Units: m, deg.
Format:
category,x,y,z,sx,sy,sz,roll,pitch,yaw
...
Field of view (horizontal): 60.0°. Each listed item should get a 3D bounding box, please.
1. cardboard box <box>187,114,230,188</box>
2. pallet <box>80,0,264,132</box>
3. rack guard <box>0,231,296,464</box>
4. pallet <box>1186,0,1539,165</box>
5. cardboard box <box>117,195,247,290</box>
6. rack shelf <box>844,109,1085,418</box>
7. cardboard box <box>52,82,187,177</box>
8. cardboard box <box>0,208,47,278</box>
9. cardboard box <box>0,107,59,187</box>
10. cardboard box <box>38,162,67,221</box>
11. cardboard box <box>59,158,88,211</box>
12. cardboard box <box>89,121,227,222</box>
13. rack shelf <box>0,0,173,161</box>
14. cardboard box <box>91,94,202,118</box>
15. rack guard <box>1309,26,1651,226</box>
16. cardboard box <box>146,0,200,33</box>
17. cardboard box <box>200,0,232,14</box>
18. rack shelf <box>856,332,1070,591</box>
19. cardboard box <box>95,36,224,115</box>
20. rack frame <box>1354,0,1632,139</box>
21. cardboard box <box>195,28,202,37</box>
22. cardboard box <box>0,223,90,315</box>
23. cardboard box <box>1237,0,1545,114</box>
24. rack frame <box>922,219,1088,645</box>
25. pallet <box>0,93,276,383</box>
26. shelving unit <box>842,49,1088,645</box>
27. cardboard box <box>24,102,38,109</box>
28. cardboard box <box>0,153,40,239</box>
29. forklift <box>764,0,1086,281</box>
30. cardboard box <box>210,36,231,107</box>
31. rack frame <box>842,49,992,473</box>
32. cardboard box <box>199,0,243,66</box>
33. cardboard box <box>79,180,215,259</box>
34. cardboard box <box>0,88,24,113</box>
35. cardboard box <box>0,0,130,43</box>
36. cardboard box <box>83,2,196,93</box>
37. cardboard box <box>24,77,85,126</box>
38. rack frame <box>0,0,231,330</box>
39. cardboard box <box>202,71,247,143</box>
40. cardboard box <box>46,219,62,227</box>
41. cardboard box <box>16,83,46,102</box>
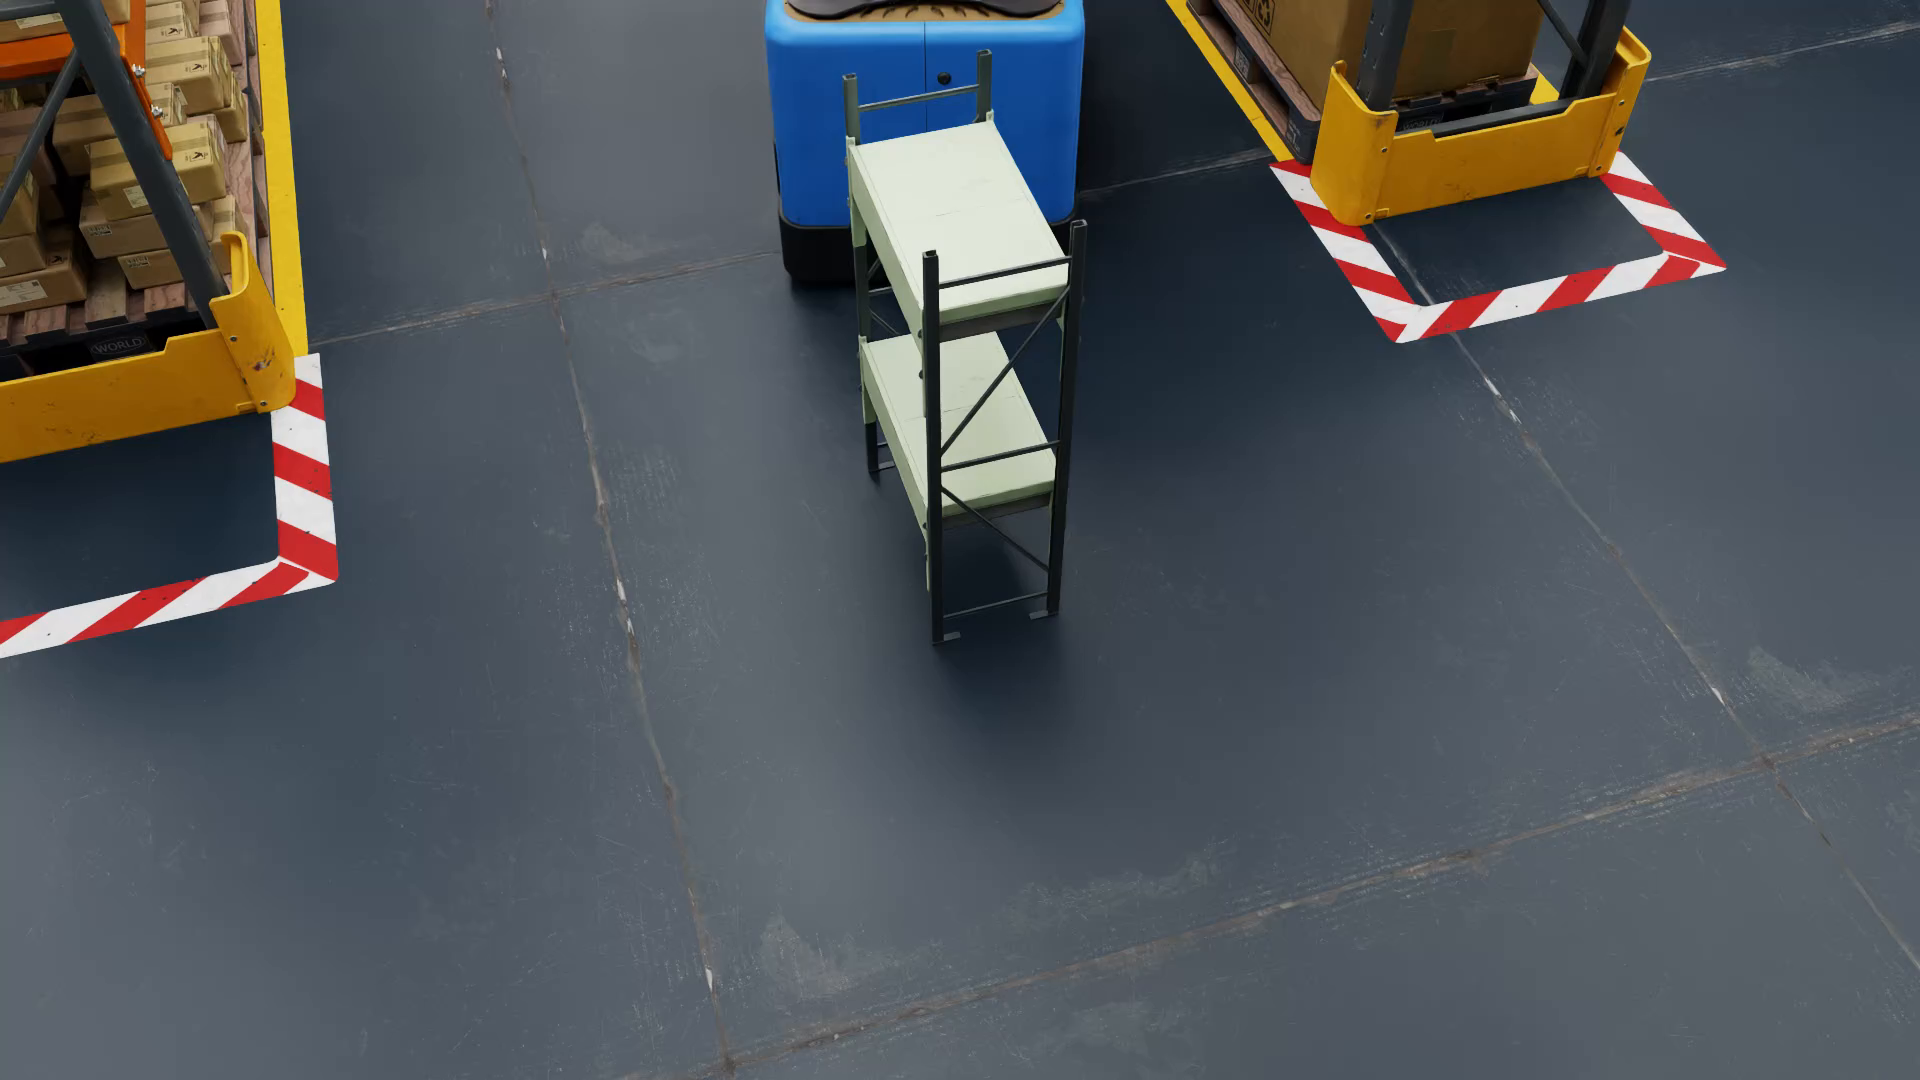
category,x,y,z,sx,sy,sz,roll,pitch,yaw
cardboard box,-2.770,-1.325,5.800,0.380,0.149,0.250,-14,51,-11
pallet,-3.420,-2.006,6.803,1.003,0.211,1.213,-13,51,-11
rack guard,-2.856,-0.609,5.436,1.175,0.500,0.348,-13,51,-11
pallet,1.623,-2.074,6.860,1.003,0.211,1.213,-13,51,-11
cardboard box,-2.683,-1.030,5.747,0.380,0.149,0.250,-12,51,-10
rack shelf,-0.002,-0.740,4.382,0.431,0.370,0.720,-13,51,-11
cardboard box,-2.860,-1.401,5.670,0.380,0.149,0.250,-12,51,-10
cardboard box,-3.262,-0.992,5.520,0.380,0.149,0.250,-15,51,-12
cardboard box,-3.252,-1.293,5.579,0.380,0.149,0.250,-12,51,-10
cardboard box,-3.288,-1.195,5.691,0.380,0.149,0.250,-14,51,-12
cardboard box,-3.357,-1.290,5.966,0.380,0.149,0.250,-14,51,-11
cardboard box,-2.664,-1.227,5.523,0.380,0.149,0.250,-15,52,-13
rack shelf,-3.425,-2.588,5.940,1.077,0.370,4.000,-13,51,-11
cardboard box,-2.927,-1.484,5.934,0.380,0.149,0.250,-13,51,-11
rack guard,1.942,-1.583,6.258,1.175,0.500,0.348,-13,51,-11
cardboard box,-3.038,-1.981,6.159,0.380,0.149,0.250,-12,51,-10
cardboard box,-3.153,-2.157,6.697,0.380,0.149,0.250,-13,51,-11
rack shelf,-0.002,-0.278,4.930,0.431,0.370,0.720,-13,51,-11
cardboard box,-2.813,-1.614,5.849,0.380,0.149,0.250,-13,51,-11
rack frame,1.934,-2.407,5.317,1.000,3.000,0.127,-13,51,-11
cardboard box,-3.069,-1.868,6.258,0.380,0.149,0.250,-16,52,-13
cardboard box,-3.188,-0.913,5.647,0.380,0.149,0.250,-13,51,-10
cardboard box,1.669,-2.306,6.347,0.875,0.875,0.875,-13,51,-11
rack frame,0.106,-0.221,4.455,0.400,1.500,0.023,-13,51,-11
pallet,-3.062,-1.117,6.054,1.003,0.211,1.213,-13,51,-11
shelving unit,-0.002,-0.488,4.681,0.431,1.500,0.755,-13,51,-11
cardboard box,-3.418,-1.371,5.840,0.380,0.149,0.250,-15,52,-12
cardboard box,-3.232,-1.096,5.413,0.380,0.149,0.250,-13,51,-11
forklift,-0.138,-2.985,5.850,1.130,2.935,3.031,-1,50,-1
cardboard box,-2.899,-1.695,6.113,0.380,0.149,0.250,-12,51,-10
rack frame,-0.110,-0.756,4.906,0.400,1.500,0.023,-13,51,-11
cardboard box,-3.046,-1.961,6.531,0.380,0.149,0.250,-16,52,-13
cardboard box,-2.743,-1.112,5.621,0.380,0.149,0.250,-11,51,-9
cardboard box,-3.450,-1.453,5.714,0.380,0.149,0.250,-14,51,-12
cardboard box,-2.616,-1.589,4.792,0.380,0.149,0.250,-14,51,-11
cardboard box,-2.965,-1.776,5.986,0.380,0.149,0.250,-16,52,-13
cardboard box,-3.399,-1.591,6.025,0.380,0.149,0.250,-14,51,-11
rack frame,-2.834,-1.359,4.434,1.000,3.000,0.127,-13,51,-11
cardboard box,-2.889,-1.594,6.222,0.380,0.149,0.250,-13,51,-11
cardboard box,-3.361,-1.078,5.787,0.380,0.149,0.250,-12,51,-10
cardboard box,-3.466,-1.657,5.886,0.380,0.149,0.250,-15,52,-12
